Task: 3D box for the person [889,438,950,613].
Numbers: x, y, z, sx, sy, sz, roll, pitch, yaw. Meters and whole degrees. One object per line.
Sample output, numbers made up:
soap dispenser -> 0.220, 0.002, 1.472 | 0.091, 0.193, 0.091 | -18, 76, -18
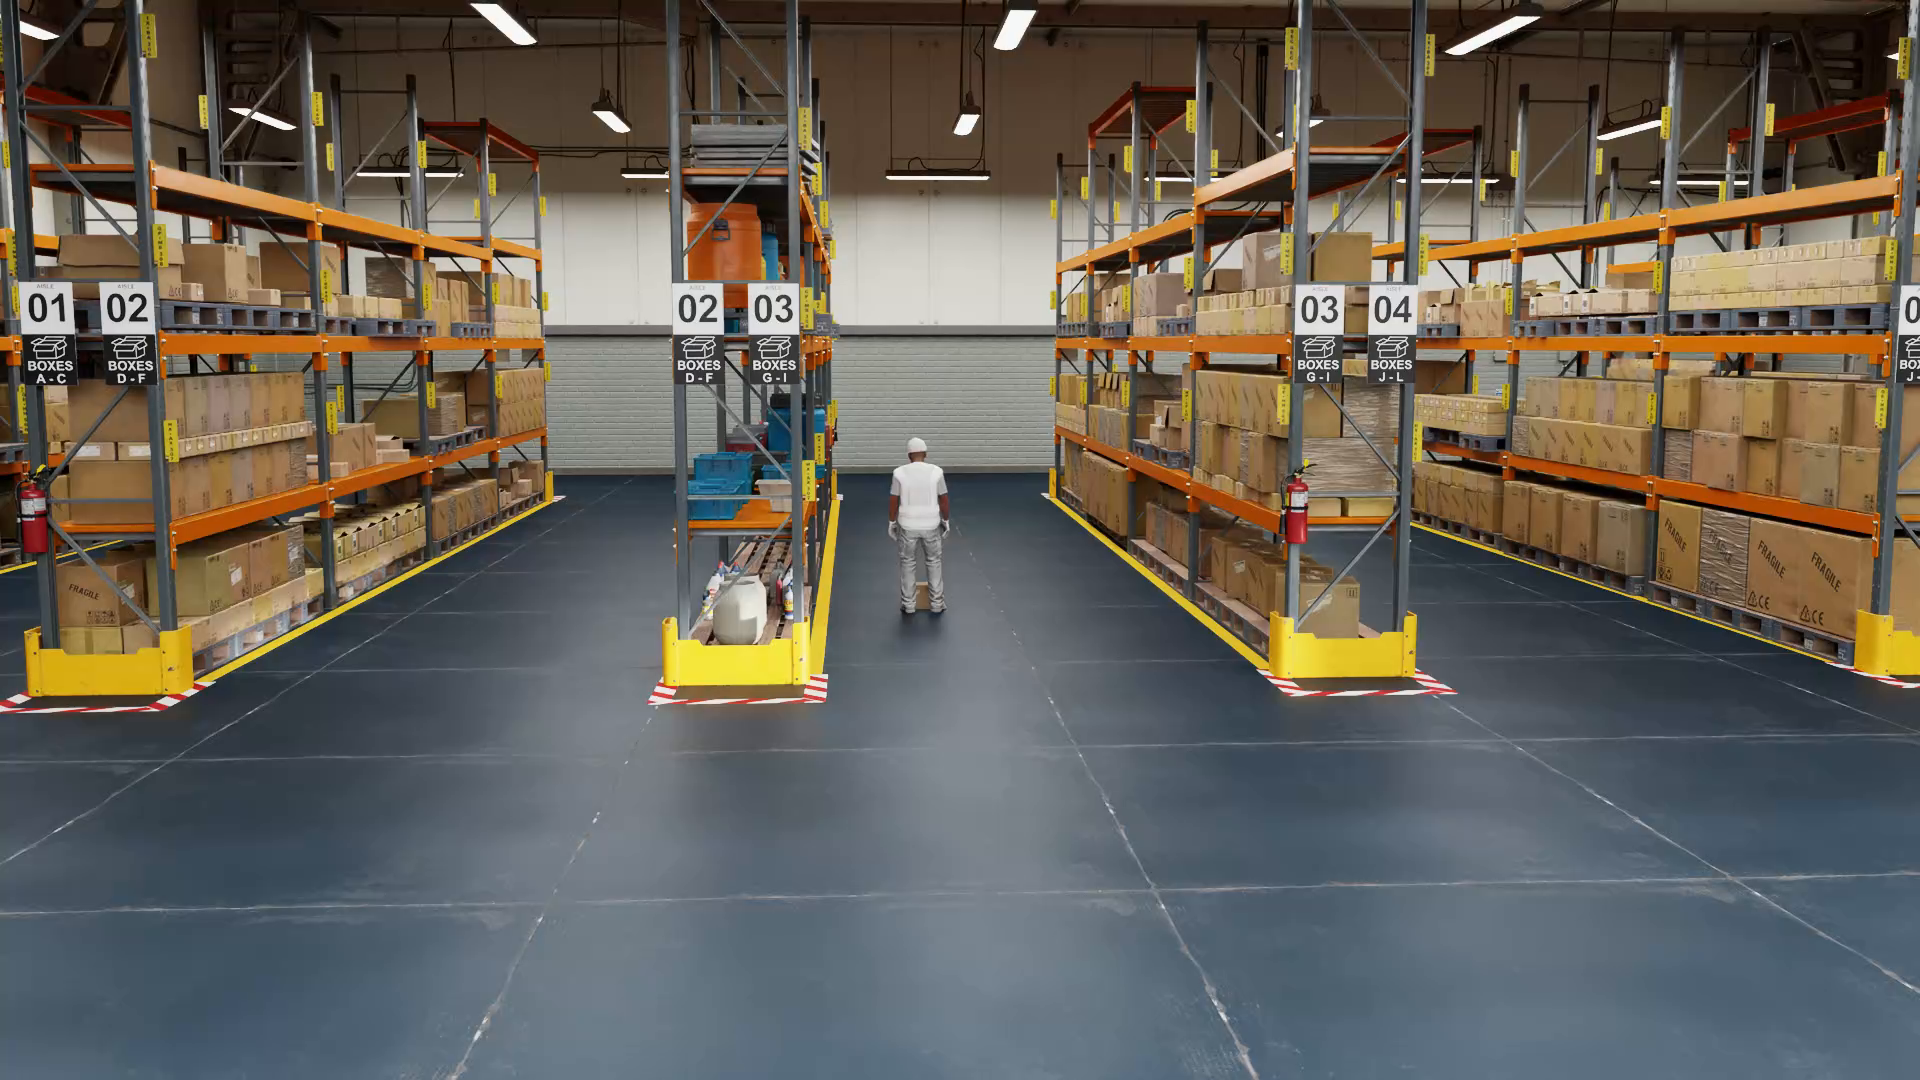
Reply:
person -> -0.414, -0.152, 16.971 | 0.619, 1.774, 0.452 | 0, 7, -4
